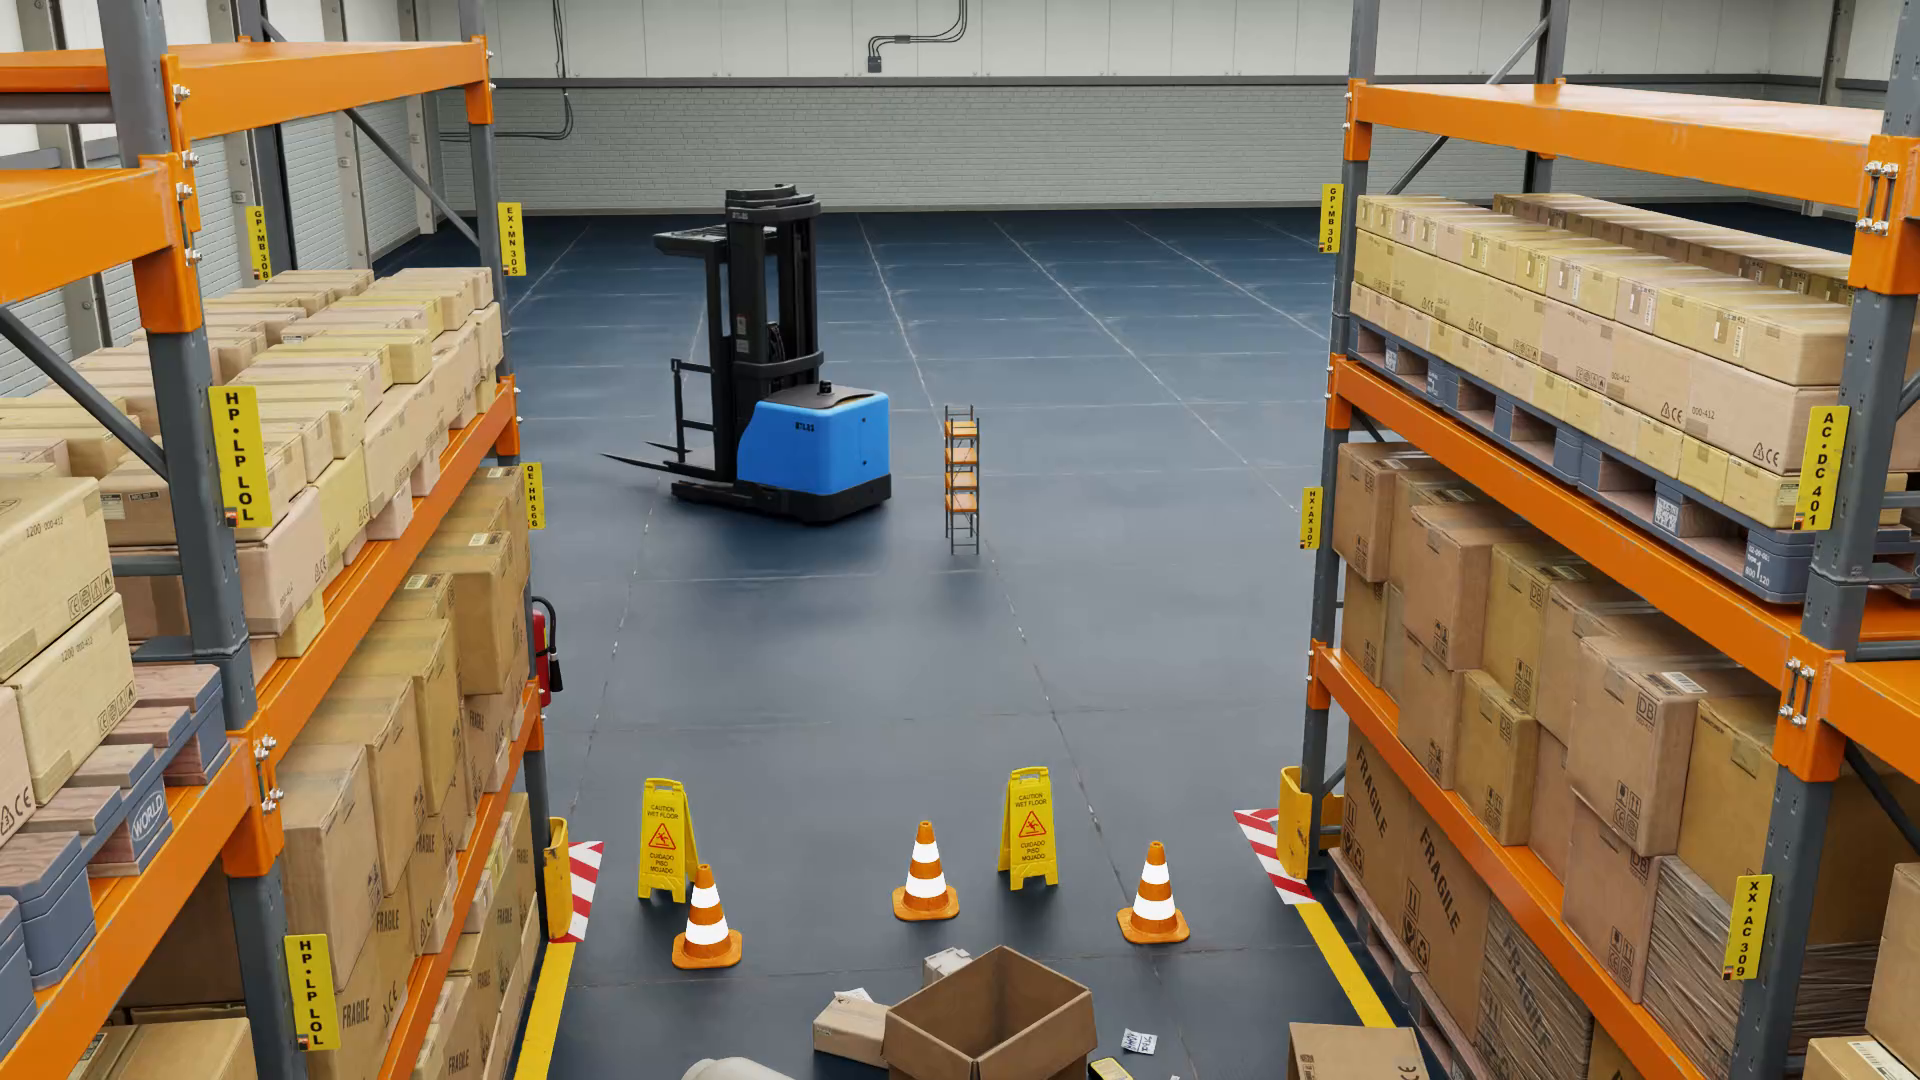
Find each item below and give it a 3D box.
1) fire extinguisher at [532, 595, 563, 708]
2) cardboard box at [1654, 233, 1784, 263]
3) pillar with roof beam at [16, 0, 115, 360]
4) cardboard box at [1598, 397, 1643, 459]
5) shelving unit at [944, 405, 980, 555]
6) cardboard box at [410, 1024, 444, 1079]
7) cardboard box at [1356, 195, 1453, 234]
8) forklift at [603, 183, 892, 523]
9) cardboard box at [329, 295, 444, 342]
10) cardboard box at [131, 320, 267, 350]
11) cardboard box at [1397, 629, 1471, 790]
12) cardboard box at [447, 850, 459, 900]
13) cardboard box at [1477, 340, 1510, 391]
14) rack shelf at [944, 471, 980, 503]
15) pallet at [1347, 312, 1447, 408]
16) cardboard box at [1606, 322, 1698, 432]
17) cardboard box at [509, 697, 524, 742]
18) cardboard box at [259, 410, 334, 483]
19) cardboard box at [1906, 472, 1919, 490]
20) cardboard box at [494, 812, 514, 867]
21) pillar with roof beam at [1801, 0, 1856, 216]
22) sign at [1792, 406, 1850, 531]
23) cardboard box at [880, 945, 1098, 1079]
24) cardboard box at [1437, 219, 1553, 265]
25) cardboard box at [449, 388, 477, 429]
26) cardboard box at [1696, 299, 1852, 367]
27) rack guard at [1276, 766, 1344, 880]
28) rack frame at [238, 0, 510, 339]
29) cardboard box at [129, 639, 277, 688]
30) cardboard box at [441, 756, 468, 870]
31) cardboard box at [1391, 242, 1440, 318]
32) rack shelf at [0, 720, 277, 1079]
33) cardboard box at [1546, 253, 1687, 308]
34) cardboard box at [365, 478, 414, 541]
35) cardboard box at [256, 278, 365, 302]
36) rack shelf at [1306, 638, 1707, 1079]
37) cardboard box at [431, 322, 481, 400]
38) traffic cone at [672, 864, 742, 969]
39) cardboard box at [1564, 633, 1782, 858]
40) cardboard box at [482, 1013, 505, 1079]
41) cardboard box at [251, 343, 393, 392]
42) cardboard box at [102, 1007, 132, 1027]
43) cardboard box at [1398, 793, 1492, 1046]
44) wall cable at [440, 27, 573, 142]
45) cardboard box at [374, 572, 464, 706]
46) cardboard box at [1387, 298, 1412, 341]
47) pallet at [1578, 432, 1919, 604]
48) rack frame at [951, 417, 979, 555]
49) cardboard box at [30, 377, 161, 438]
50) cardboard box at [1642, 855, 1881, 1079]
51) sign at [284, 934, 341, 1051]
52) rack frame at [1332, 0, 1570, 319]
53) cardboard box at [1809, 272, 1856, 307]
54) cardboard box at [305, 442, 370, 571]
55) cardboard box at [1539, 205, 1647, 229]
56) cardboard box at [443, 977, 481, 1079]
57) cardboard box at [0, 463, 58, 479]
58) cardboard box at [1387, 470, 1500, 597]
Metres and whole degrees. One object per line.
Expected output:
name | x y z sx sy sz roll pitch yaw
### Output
fire extinguisher | -2.130 0.496 8.218 0.296 0.674 0.183 -2 18 -6
cardboard box | 2.866 -1.071 6.293 0.380 0.149 0.250 -2 18 -5
pillar with roof beam | -5.294 -5.673 17.724 9.100 9.000 0.400 -2 18 -6
cardboard box | 2.313 -0.370 5.391 0.380 0.149 0.250 -2 18 -5
shelving unit | 0.017 -0.523 14.340 0.258 1.200 0.503 -2 18 -6
cardboard box | -1.964 1.767 5.595 0.380 0.149 0.250 -1 17 -4
cardboard box | 2.055 -1.506 7.679 0.380 0.149 0.250 -2 17 -5
forklift | -2.152 -1.873 15.750 3.031 2.935 1.130 12 21 33
cardboard box | -2.240 -0.862 6.495 0.380 0.149 0.250 -2 18 -5
cardboard box | -2.718 -0.693 5.956 0.380 0.149 0.250 -1 17 -4
cardboard box | 2.431 0.696 7.202 0.875 0.550 0.550 -2 18 -6
cardboard box | -2.054 1.260 6.076 0.380 0.149 0.250 -2 18 -6
cardboard box | 2.210 -0.671 6.350 0.380 0.149 0.250 -2 18 -5
rack shelf | 0.017 -0.459 14.360 0.258 0.148 0.480 -2 18 -6
pallet | 2.424 -0.844 7.497 1.003 0.211 1.213 -2 18 -6
cardboard box | 2.391 -0.523 5.212 0.500 0.250 0.500 -2 18 -6
cardboard box | -2.189 0.804 7.527 0.380 0.149 0.250 -2 18 -6
cardboard box | -1.946 -0.252 4.552 0.380 0.149 0.250 -2 18 -7
cardboard box | 3.021 -0.239 4.975 0.380 0.149 0.250 -2 18 -5
cardboard box | -2.130 1.290 7.116 0.380 0.149 0.250 -1 17 -4
pillar with roof beam | 15.618 -11.743 37.059 9.100 9.000 0.400 -2 18 -6
sign | 2.198 -0.182 4.245 0.100 0.325 0.005 -2 18 -6
cardboard box | 0.123 2.144 7.009 0.637 0.503 0.797 16 24 42
cardboard box | 2.159 -1.203 6.714 0.380 0.149 0.250 -2 18 -7
cardboard box | -2.210 -0.553 6.842 0.380 0.149 0.250 -1 17 -4
cardboard box | 2.369 -0.598 4.787 0.380 0.149 0.250 -2 18 -6
rack guard | 2.334 1.510 9.033 1.175 0.500 0.348 -2 18 -6
rack frame | -2.576 -2.355 7.154 1.000 3.000 0.127 -2 18 -6
cardboard box | -1.950 0.286 4.168 0.380 0.149 0.250 -2 18 -6
cardboard box | -2.118 0.921 6.072 0.500 0.500 0.500 -2 17 -5
cardboard box | 2.185 -1.122 7.122 0.500 0.250 0.500 -2 18 -6
rack shelf | -1.958 1.207 2.017 1.077 0.370 4.000 -2 18 -6
cardboard box | 2.265 -0.899 5.744 0.380 0.149 0.250 -2 18 -6
cardboard box | -1.998 -0.099 5.397 0.380 0.149 0.250 -2 18 -7
cardboard box | -2.701 -0.997 6.927 0.380 0.149 0.250 -2 18 -6
rack shelf | 2.543 1.264 6.846 1.077 0.370 4.000 -2 18 -6
cardboard box | -2.218 -0.700 6.643 0.500 0.250 0.500 -2 18 -6
traffic cone | -1.249 1.806 8.152 0.336 0.463 0.334 -2 18 -6
cardboard box | 2.573 0.658 5.520 0.875 0.550 0.550 -2 18 -6
cardboard box | -2.120 2.162 6.673 0.500 0.250 0.500 -2 18 -8
cardboard box | -2.114 -0.557 5.524 0.380 0.149 0.250 -1 17 -5
cardboard box | -2.457 1.385 4.595 0.500 0.500 0.500 -2 18 -7
cardboard box | 2.565 1.600 7.419 0.875 0.875 0.875 -2 18 -7
wall cable | -10.421 -10.340 37.774 3.097 2.526 0.112 -2 18 -6
cardboard box | -2.194 0.439 5.938 0.700 0.500 0.500 -2 18 -6
cardboard box | 2.106 -0.972 7.310 0.380 0.149 0.250 -2 18 -5
pallet | 2.675 -0.117 5.181 1.003 0.211 1.213 -2 18 -6
rack frame | 0.042 -0.450 14.109 0.240 1.200 0.015 -2 18 -6
cardboard box | -2.537 -0.390 4.992 0.380 0.149 0.250 -2 18 -7
cardboard box | 2.699 1.335 5.166 0.875 0.550 0.550 -2 18 -6
sign | -1.612 1.129 4.141 0.100 0.325 0.005 -2 18 -6
rack frame | 2.337 -2.538 7.737 1.000 3.000 0.127 -2 18 -6
cardboard box | 2.970 -0.770 5.333 0.380 0.149 0.250 -2 18 -7
cardboard box | -1.999 -0.095 4.718 0.500 0.250 0.500 -2 18 -6
cardboard box | 2.760 -1.375 7.260 0.380 0.149 0.250 -1 17 -5
cardboard box | -2.075 1.955 6.079 0.500 0.500 0.500 -1 17 -3
cardboard box | -2.414 -0.080 4.005 0.380 0.149 0.250 -1 17 -4
cardboard box | 2.485 0.010 7.583 0.875 0.550 0.550 -2 18 -6
